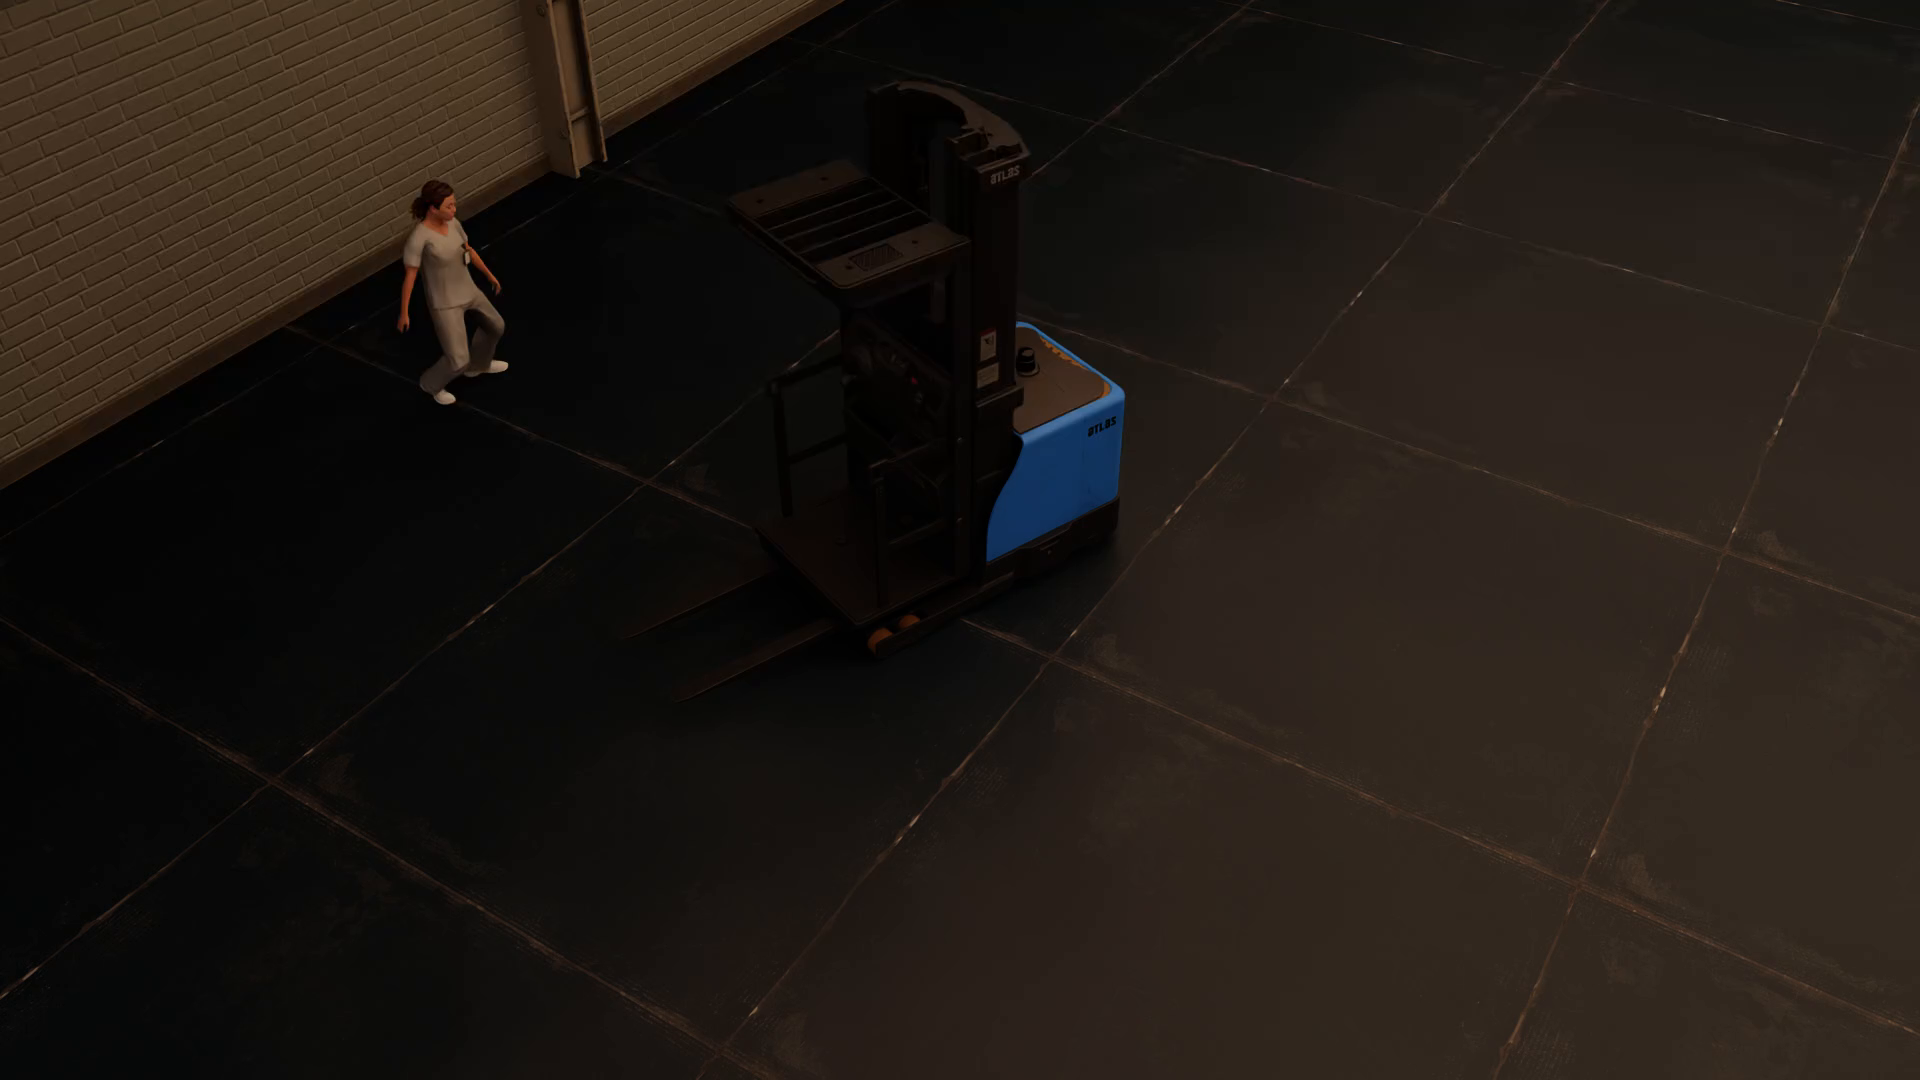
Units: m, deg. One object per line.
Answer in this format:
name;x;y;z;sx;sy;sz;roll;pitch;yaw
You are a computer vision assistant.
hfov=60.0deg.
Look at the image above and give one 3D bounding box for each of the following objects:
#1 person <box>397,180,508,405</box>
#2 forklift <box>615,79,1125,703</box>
person;-3.360;-1.596;10.898;0.490;1.590;0.790;20;44;22
forklift;-0.514;-0.840;8.958;3.031;2.935;1.130;-26;47;-27
